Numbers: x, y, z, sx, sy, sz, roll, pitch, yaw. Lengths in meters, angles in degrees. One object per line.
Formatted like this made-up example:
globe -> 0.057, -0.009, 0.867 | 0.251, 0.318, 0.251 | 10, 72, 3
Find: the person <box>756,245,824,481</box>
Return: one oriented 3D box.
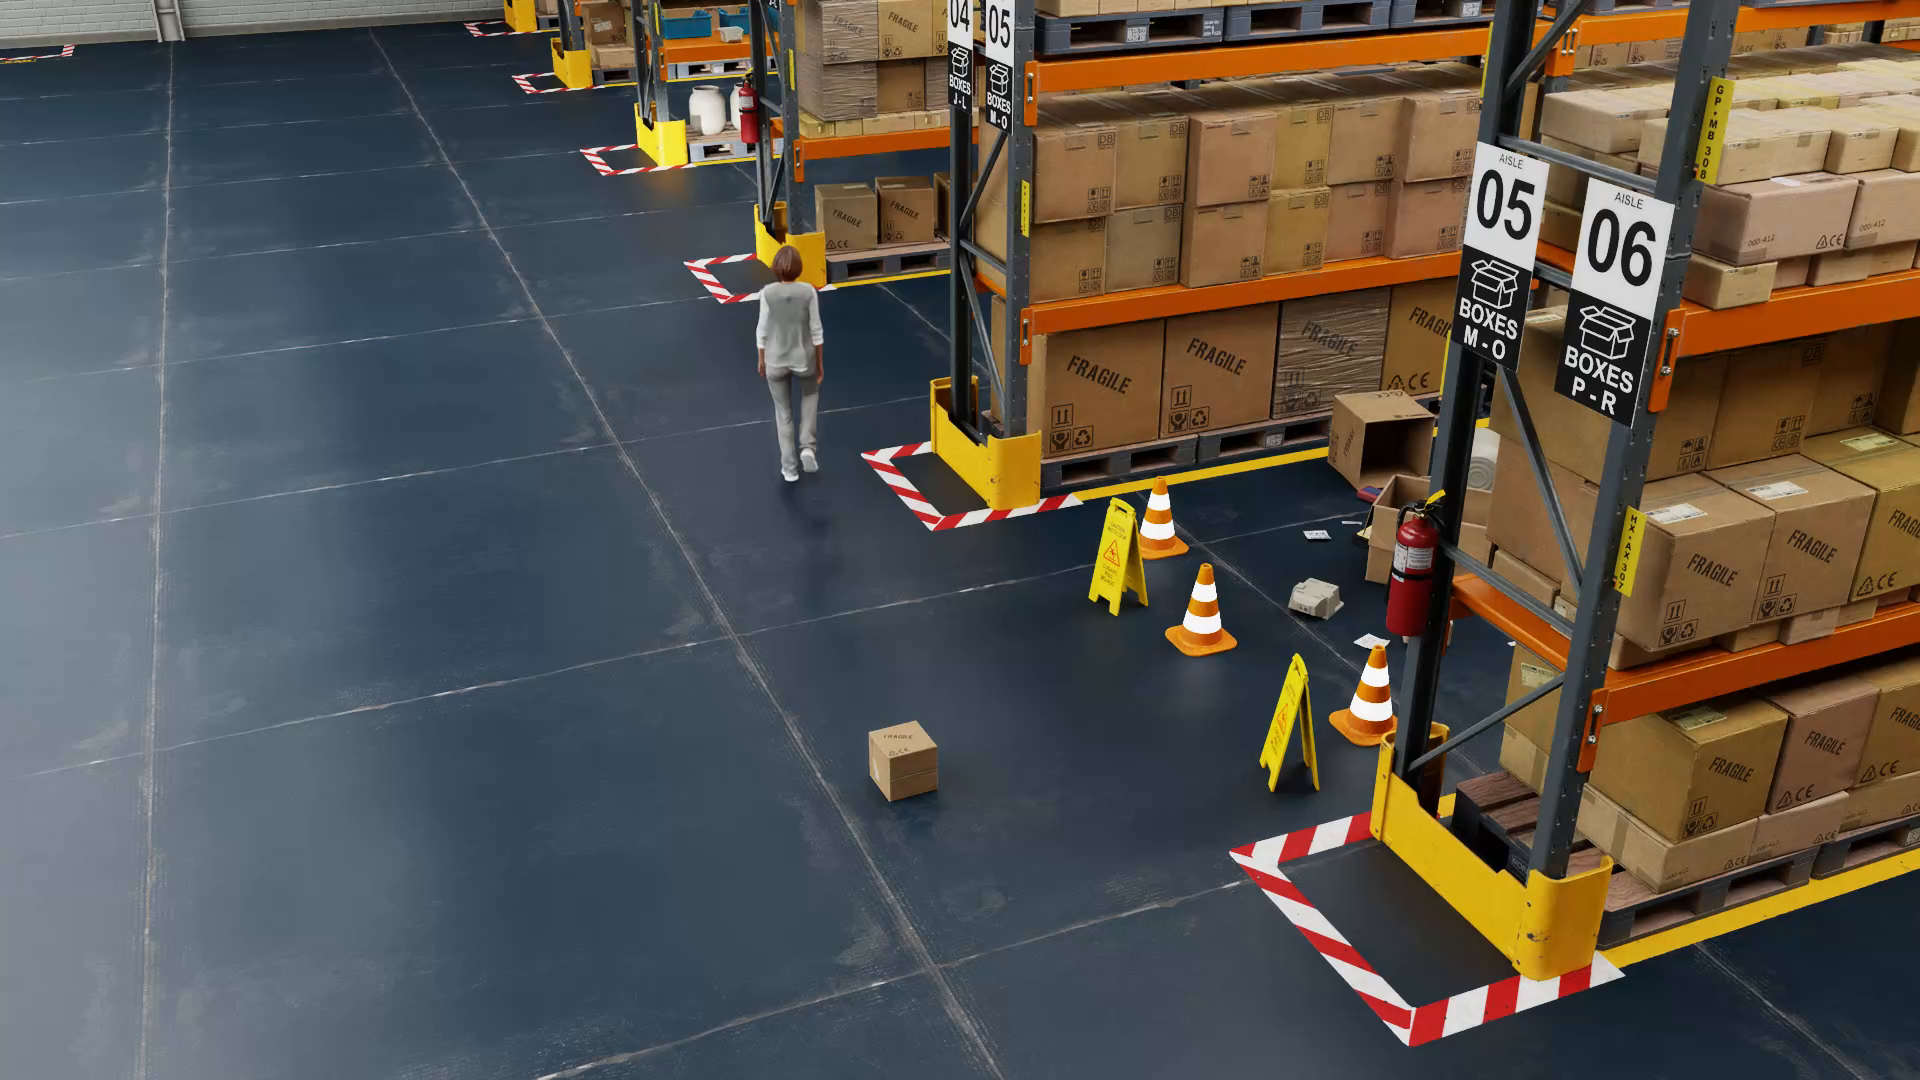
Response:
person -> -1.113, -1.172, 10.946 | 0.433, 1.598, 0.428 | -4, 27, -8
